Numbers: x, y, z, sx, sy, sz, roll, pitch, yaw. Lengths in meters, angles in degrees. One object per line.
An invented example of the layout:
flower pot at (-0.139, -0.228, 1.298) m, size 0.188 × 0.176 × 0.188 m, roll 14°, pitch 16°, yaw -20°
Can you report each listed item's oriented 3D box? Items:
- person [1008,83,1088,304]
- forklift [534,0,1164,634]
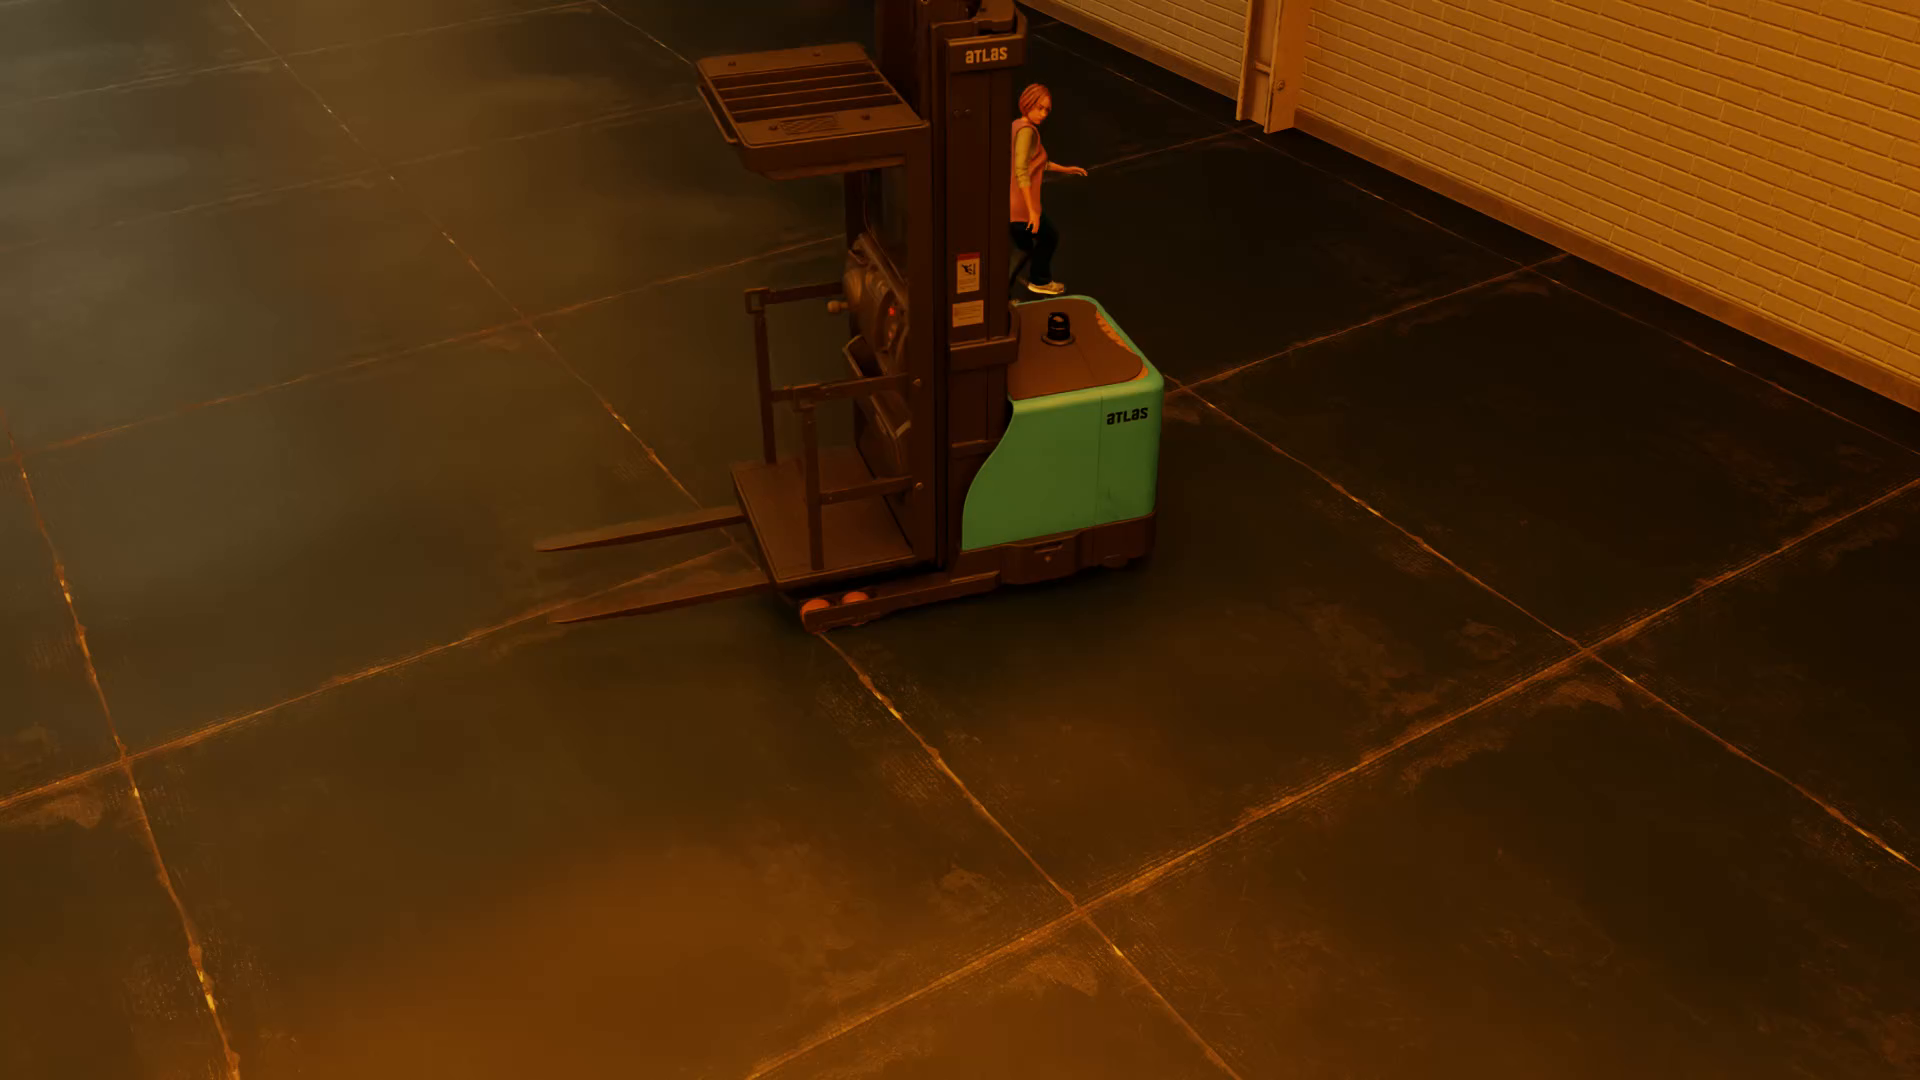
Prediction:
person at (0.513, -2.091, 10.421) m, size 0.744 × 1.466 × 0.656 m, roll -18°, pitch 39°, yaw -24°
forklift at (-0.579, -1.088, 7.696) m, size 3.031 × 2.935 × 1.130 m, roll -11°, pitch 37°, yaw -15°
